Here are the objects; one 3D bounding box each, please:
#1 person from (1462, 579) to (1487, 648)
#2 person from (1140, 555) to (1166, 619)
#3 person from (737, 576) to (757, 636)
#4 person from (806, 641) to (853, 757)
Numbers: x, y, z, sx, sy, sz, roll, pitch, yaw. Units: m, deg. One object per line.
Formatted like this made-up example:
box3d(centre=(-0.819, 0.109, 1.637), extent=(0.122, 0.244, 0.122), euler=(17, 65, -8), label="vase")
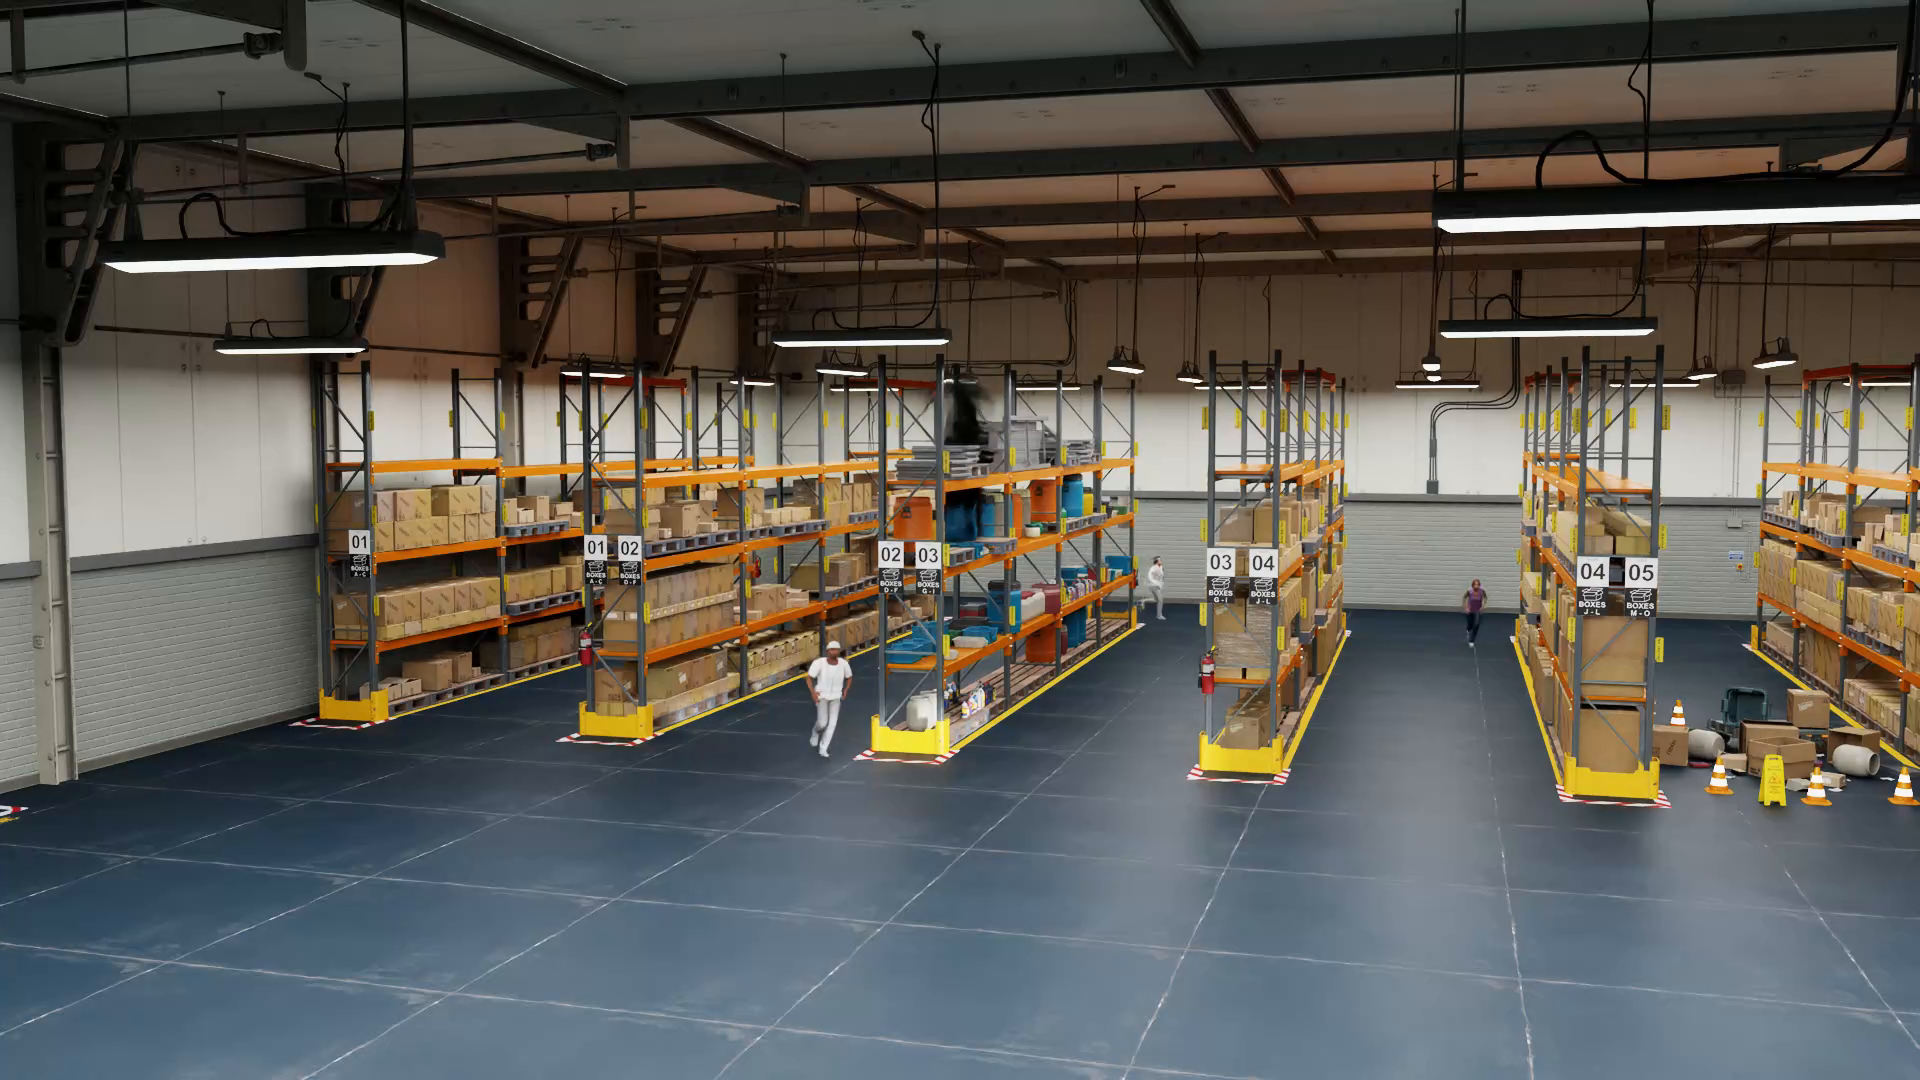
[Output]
box3d(centre=(11.431, 1.617, 37.028), extent=(0.539, 1.545, 0.809), euler=(0, 4, 4), label="person")
box3d(centre=(4.906, 1.193, 42.192), extent=(0.684, 1.663, 0.641), euler=(2, 5, 31), label="person")
box3d(centre=(-4.501, 1.660, 35.510), extent=(0.658, 1.676, 0.786), euler=(1, 4, 17), label="person")
box3d(centre=(-1.962, 2.371, 25.092), extent=(0.716, 1.723, 0.575), euler=(-1, 4, -19), label="person")
